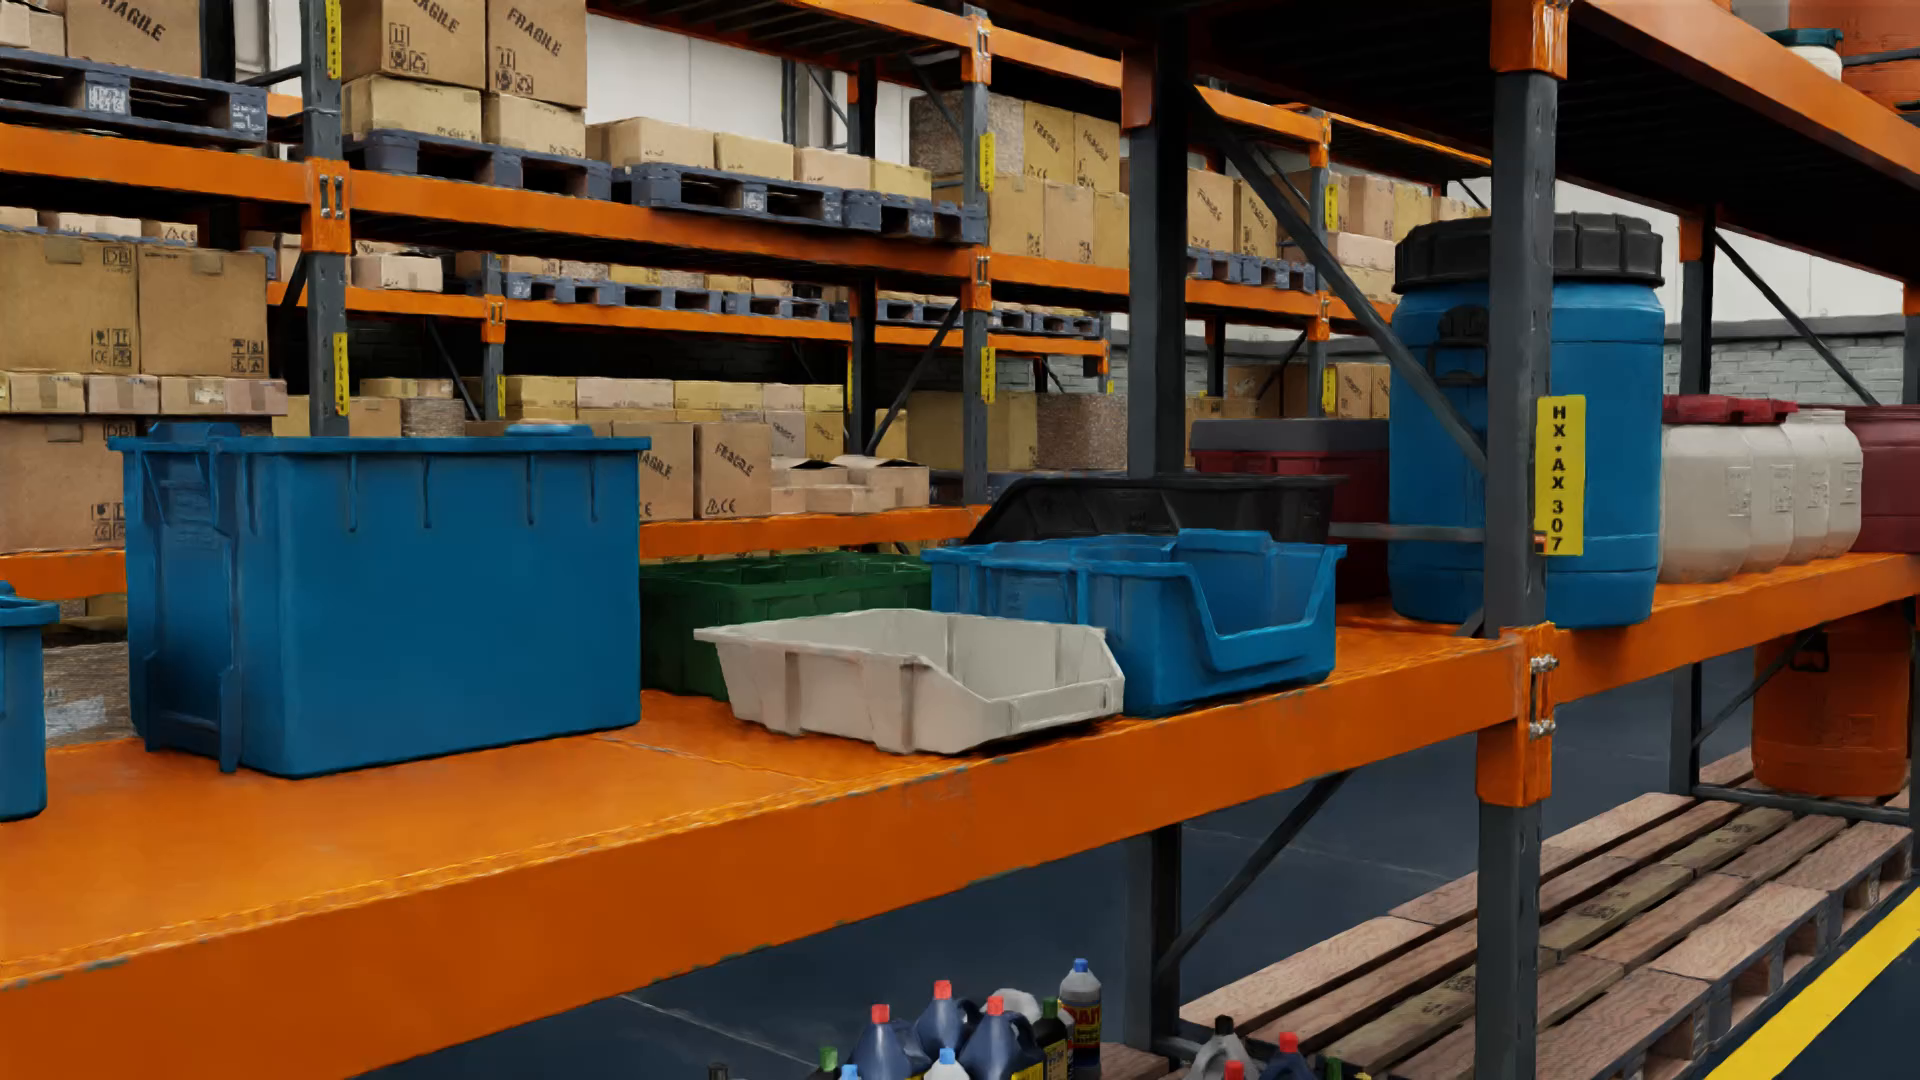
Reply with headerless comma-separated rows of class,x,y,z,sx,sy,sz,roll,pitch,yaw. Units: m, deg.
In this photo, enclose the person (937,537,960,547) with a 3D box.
person,0.087,-0.068,14.546,0.688,1.768,0.453,0,4,5
